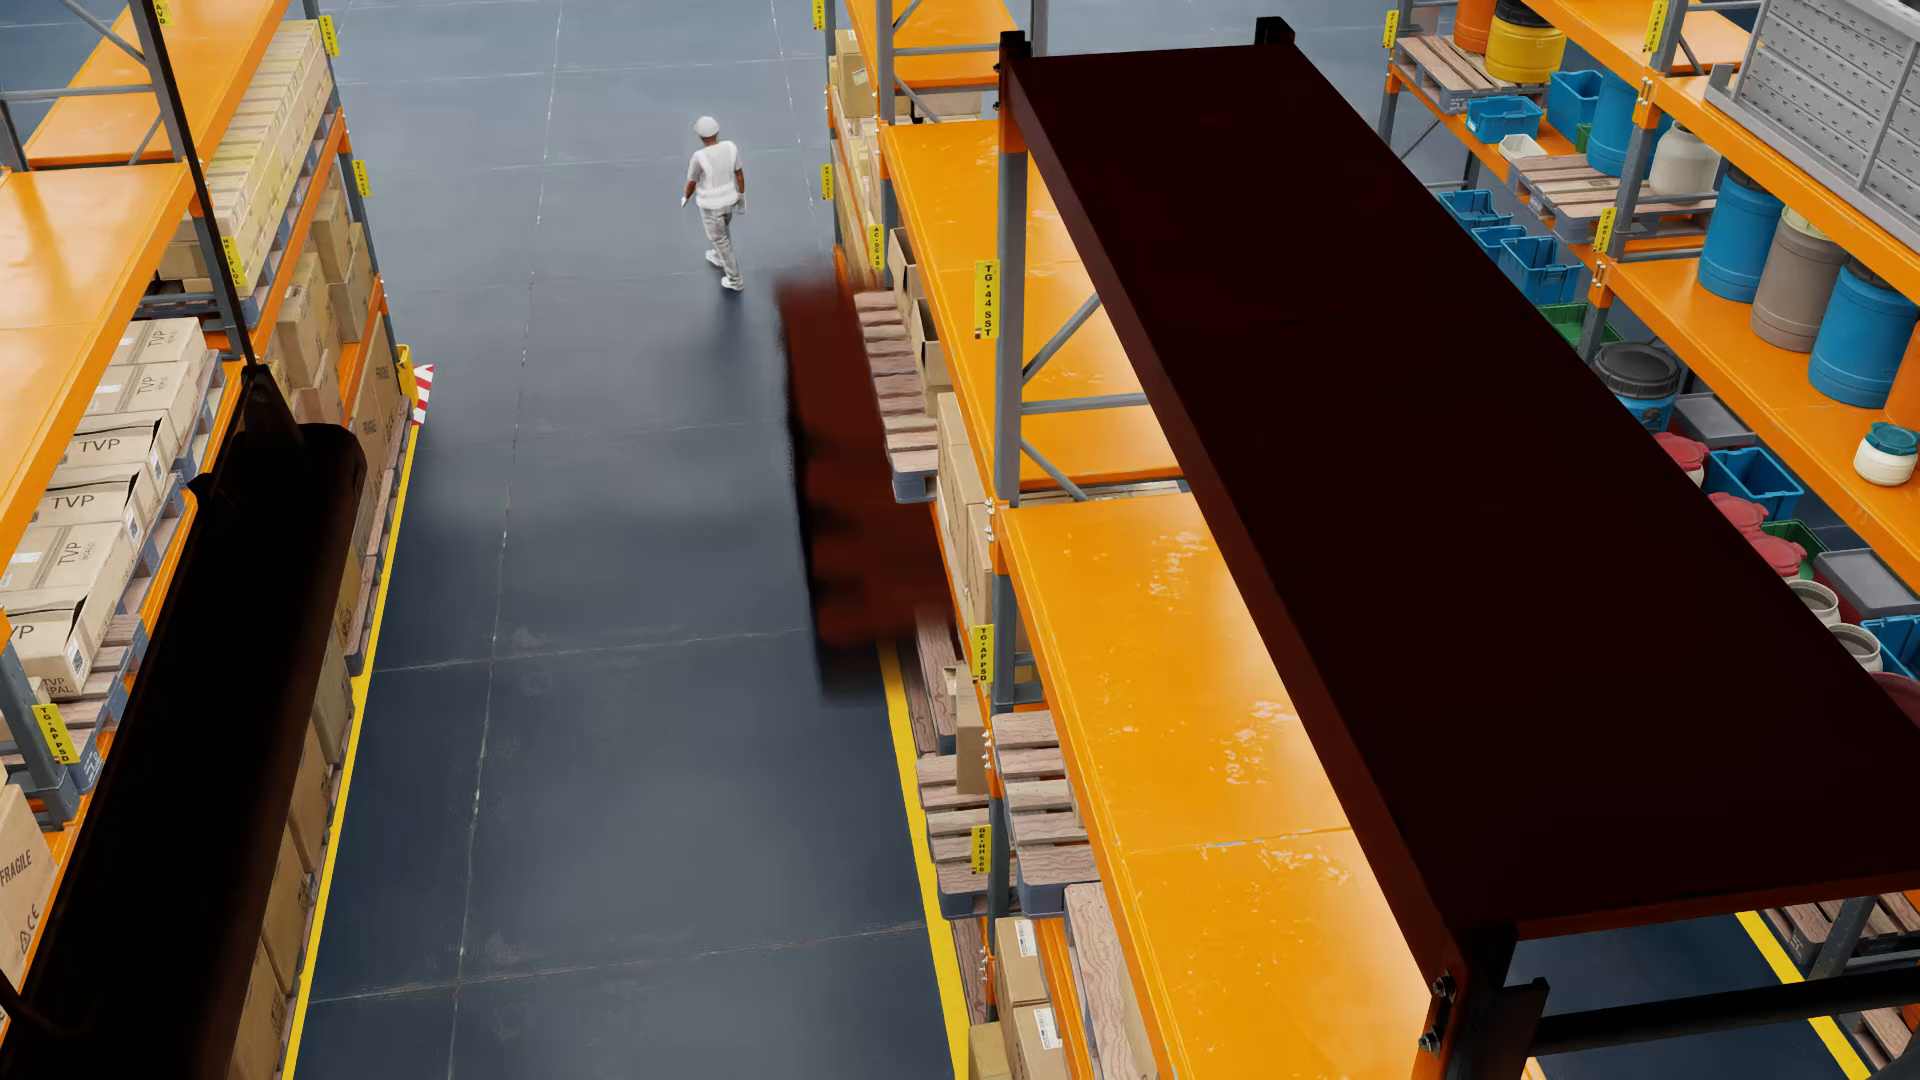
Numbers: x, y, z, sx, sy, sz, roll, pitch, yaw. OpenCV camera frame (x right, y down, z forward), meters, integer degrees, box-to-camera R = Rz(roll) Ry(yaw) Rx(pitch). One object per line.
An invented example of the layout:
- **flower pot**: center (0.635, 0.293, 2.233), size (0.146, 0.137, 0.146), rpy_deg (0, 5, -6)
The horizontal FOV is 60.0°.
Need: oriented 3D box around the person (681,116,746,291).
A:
- **person**: center (-2.490, -3.413, 16.581), size (0.868, 1.750, 0.593), rpy_deg (27, 44, 32)
